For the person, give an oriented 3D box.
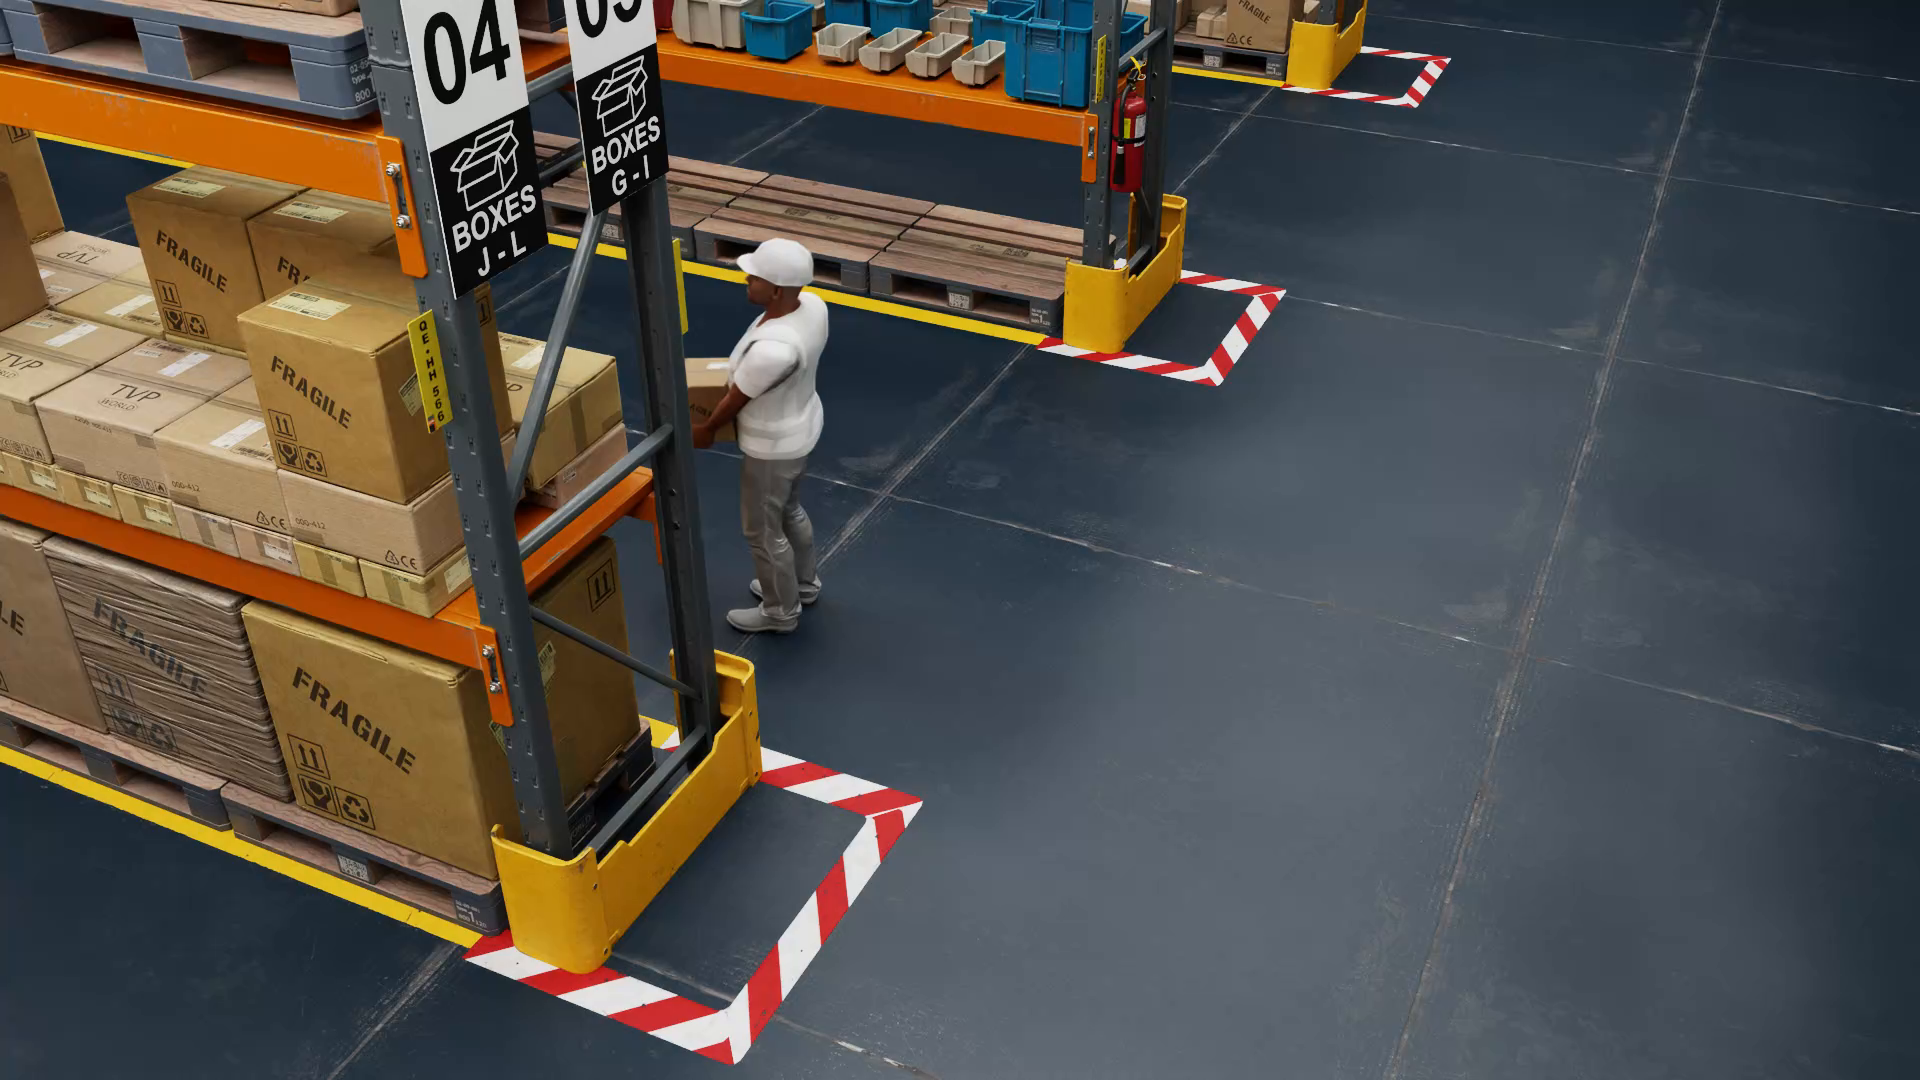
[{"bbox_3d":[-0.833,-0.413,6.748,0.587,1.761,0.503,6,34,9],"label":"person"}]
